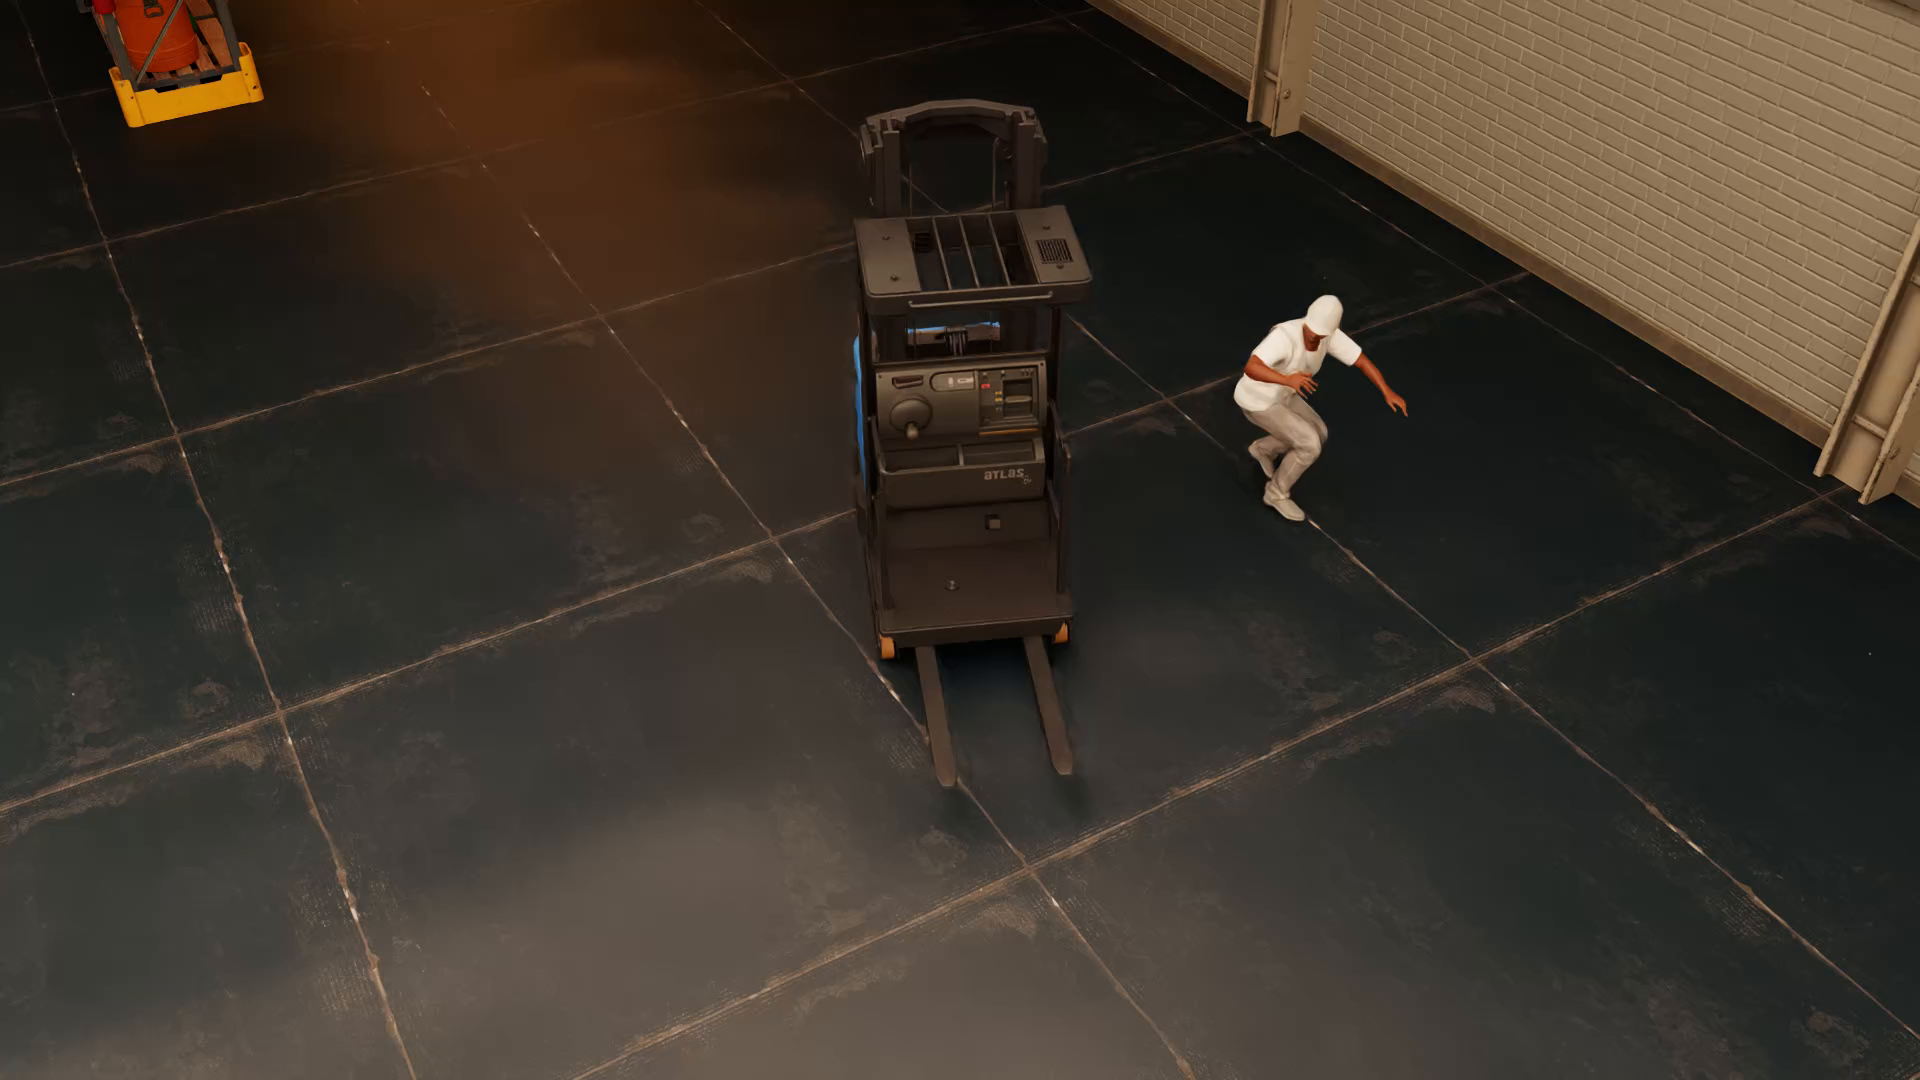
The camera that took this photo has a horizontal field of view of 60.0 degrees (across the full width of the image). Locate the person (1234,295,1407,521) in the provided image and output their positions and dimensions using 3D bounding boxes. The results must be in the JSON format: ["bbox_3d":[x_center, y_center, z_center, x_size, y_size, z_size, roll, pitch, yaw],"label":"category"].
[{"bbox_3d":[2.153,-0.802,10.150,0.991,1.477,0.837,24,45,26],"label":"person"}]

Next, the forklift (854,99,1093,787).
[{"bbox_3d":[0.041,-0.686,8.863,1.130,2.935,3.031,-5,40,-6],"label":"forklift"}]
